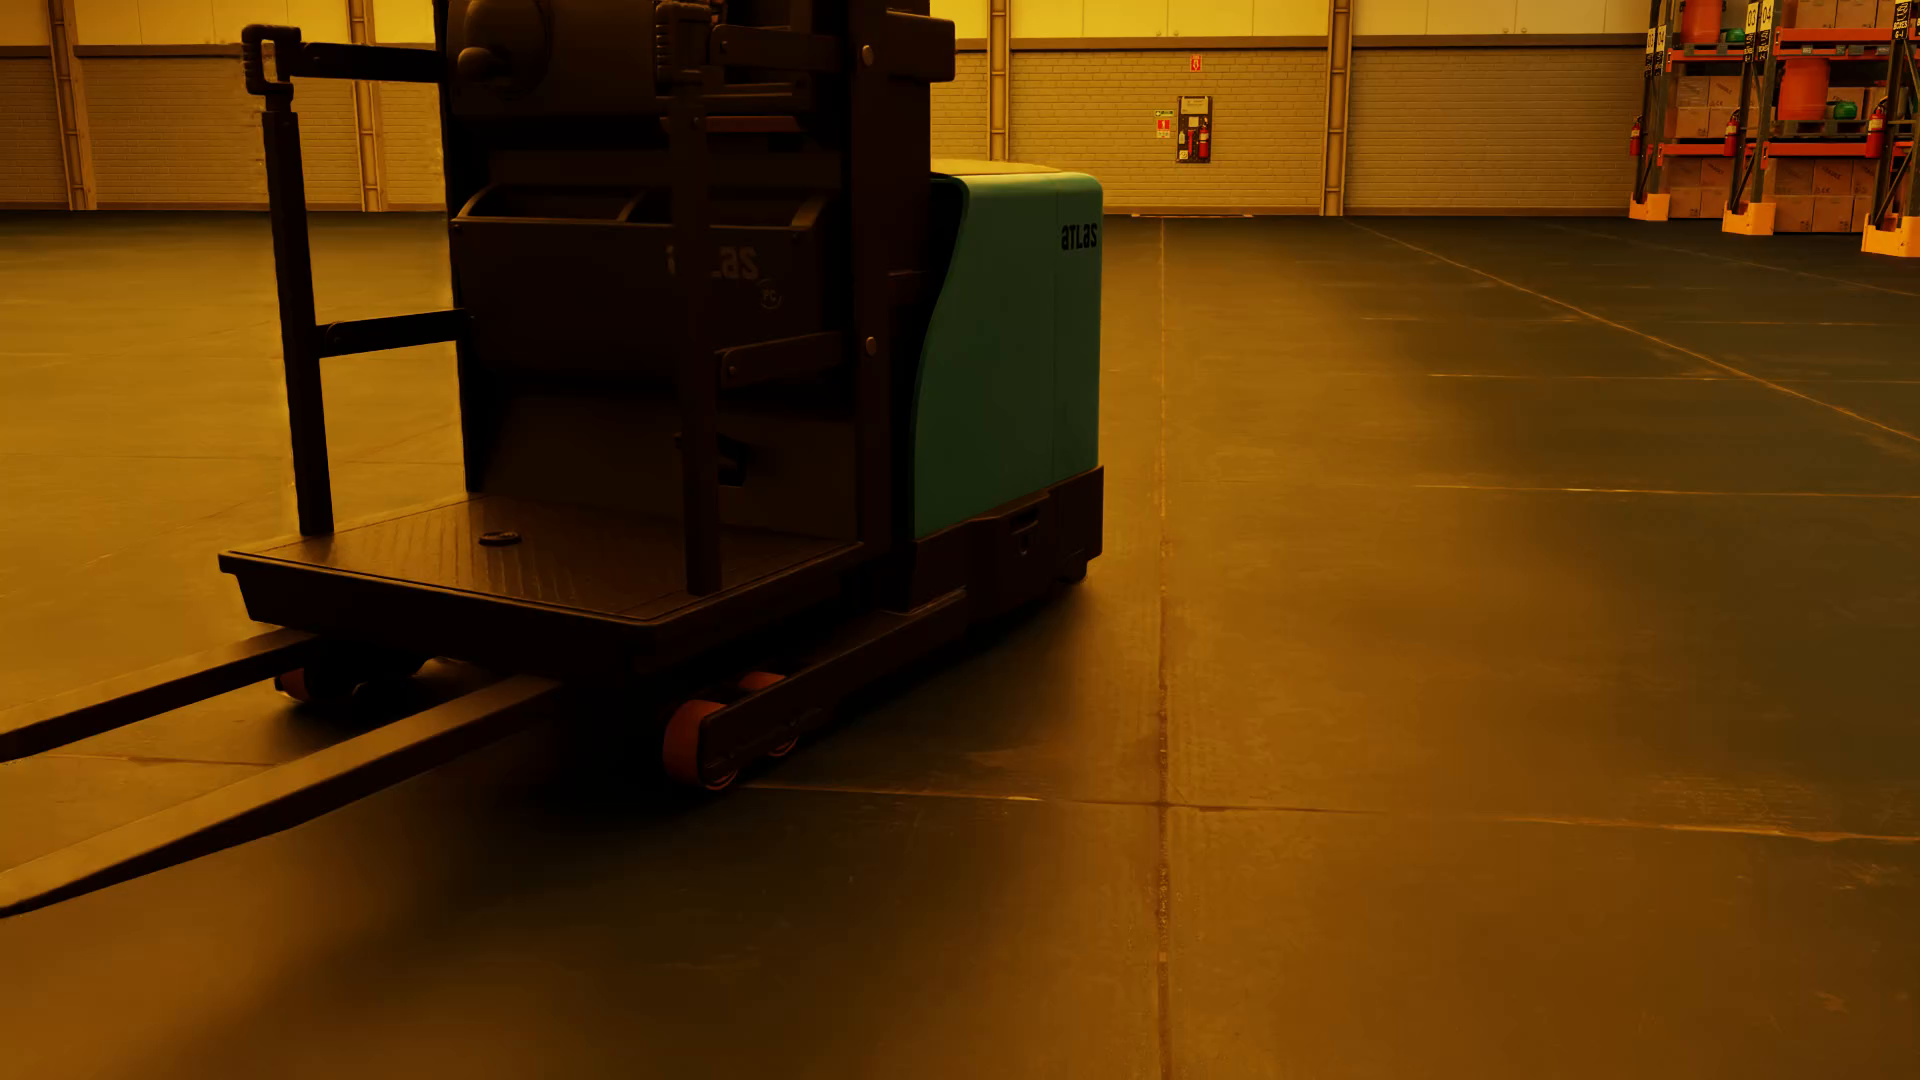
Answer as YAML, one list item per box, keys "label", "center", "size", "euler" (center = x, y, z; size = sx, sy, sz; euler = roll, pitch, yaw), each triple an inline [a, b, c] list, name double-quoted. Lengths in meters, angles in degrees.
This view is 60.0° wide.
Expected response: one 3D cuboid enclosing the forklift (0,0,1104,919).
- label: "forklift"
  center: [-0.764, -1.089, 3.169]
  size: [1.130, 2.935, 3.031]
  euler: [7, 15, 28]
